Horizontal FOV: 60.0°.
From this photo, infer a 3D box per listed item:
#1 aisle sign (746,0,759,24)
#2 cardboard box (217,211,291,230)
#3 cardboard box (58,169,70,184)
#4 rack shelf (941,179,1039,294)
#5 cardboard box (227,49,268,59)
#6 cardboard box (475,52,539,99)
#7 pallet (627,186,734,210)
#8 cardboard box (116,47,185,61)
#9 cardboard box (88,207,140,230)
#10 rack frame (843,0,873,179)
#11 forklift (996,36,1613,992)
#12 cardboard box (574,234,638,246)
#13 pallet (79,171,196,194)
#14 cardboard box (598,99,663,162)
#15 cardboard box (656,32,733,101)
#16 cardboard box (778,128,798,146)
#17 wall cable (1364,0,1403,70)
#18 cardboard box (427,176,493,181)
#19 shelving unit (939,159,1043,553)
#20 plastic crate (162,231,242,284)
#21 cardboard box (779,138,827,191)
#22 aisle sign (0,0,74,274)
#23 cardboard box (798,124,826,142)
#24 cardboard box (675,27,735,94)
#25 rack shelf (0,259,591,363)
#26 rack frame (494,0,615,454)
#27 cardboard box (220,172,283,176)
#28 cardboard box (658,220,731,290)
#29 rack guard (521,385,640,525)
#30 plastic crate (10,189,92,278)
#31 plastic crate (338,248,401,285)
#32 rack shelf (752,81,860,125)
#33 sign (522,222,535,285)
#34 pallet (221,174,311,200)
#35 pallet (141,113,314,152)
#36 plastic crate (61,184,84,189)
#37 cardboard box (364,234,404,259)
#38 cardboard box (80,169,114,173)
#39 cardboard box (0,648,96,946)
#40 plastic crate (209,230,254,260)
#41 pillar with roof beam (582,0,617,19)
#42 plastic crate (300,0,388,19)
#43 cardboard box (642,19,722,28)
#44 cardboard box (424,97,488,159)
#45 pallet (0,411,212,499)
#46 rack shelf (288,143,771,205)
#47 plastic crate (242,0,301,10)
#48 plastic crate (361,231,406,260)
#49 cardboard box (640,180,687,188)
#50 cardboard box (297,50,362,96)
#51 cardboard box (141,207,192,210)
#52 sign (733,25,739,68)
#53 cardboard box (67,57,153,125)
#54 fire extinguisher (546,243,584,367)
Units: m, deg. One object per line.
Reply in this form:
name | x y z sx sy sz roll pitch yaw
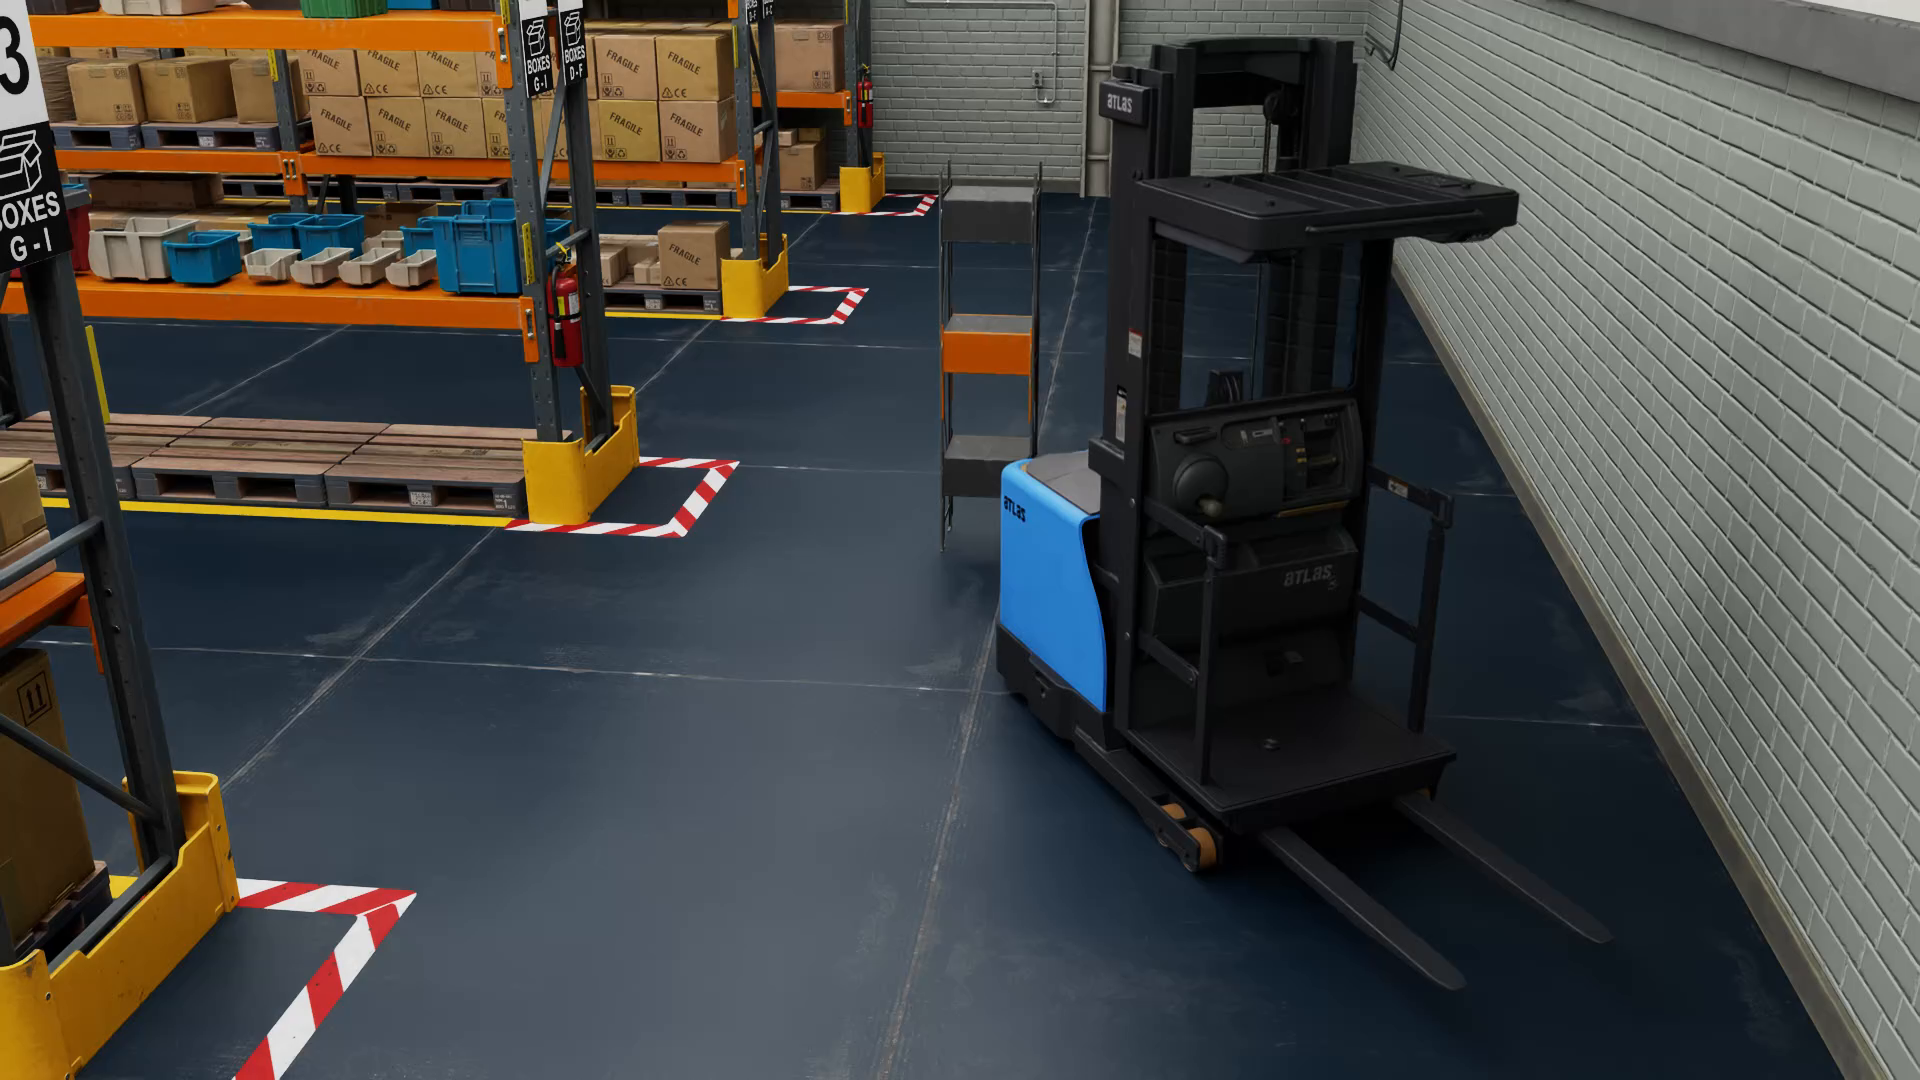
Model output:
aisle sign | -1.694 -4.596 13.450 0.004 0.787 0.394 2 22 6
cardboard box | -6.222 -2.634 14.824 0.500 0.500 0.500 2 22 6
cardboard box | -8.658 -3.283 15.447 0.500 0.250 0.500 3 22 8
rack shelf | 0.164 -1.608 8.783 0.480 0.518 0.431 2 22 6
cardboard box | -8.120 -5.711 19.237 0.500 0.500 0.500 3 22 8
cardboard box | -3.728 -3.997 13.974 0.500 0.500 0.500 3 22 8
pallet | -3.158 -4.074 19.457 1.213 0.211 1.003 2 22 6
cardboard box | -9.559 -5.925 19.612 0.500 0.500 0.700 0 22 0
cardboard box | -7.715 -2.702 14.995 0.500 0.500 0.500 2 22 4
rack frame | -1.147 -5.311 18.793 0.127 3.000 1.000 2 22 6
forklift | 1.235 -0.292 6.192 1.130 2.935 3.031 -9 23 -23
cardboard box | -3.226 -2.598 15.074 0.500 0.250 0.500 2 22 6
pallet | -9.867 -4.395 20.269 1.213 0.211 1.003 2 22 6
cardboard box | -2.719 -3.490 14.051 0.500 0.500 0.500 3 22 7
cardboard box | -2.200 -3.932 13.811 0.500 0.500 0.500 2 22 6
cardboard box | -2.003 -4.578 18.887 0.250 0.149 0.380 2 22 6
wall cable | 4.428 -6.282 17.312 0.112 2.526 3.097 2 22 6
cardboard box | -5.780 -4.660 19.500 0.750 0.750 0.750 3 22 7
shelving unit | 0.164 -0.969 9.036 0.503 2.100 0.431 2 22 6
plastic crate | -4.382 -1.639 9.652 0.300 0.233 0.416 2 22 6
cardboard box | -1.854 -4.338 19.160 0.500 0.500 0.700 2 22 6
aisle sign | -2.789 -1.201 4.861 0.004 0.787 0.394 2 22 6
cardboard box | -1.706 -4.707 19.212 0.250 0.149 0.380 3 22 7
cardboard box | -2.136 -4.129 14.308 0.500 0.500 0.500 3 22 8
rack shelf | -4.299 -1.446 9.995 4.000 0.370 1.077 2 22 6
rack frame | -2.313 -1.694 9.644 0.127 3.000 1.000 2 22 6
cardboard box | -8.376 -4.773 19.785 0.750 0.750 0.750 2 22 6
cardboard box | -2.295 -2.478 14.429 0.500 0.500 0.500 2 22 6
rack guard | -2.287 -0.535 10.113 0.348 0.500 1.175 2 22 6
plastic crate | -5.428 -1.794 9.730 0.583 0.464 0.402 2 22 6
plastic crate | -3.430 -1.586 9.649 0.243 0.136 0.396 2 22 6
rack shelf | -3.133 -5.063 19.145 4.000 0.370 1.077 2 22 6
sign | -2.361 -1.568 9.105 0.005 0.325 0.100 2 22 6
pallet | -8.317 -4.299 20.026 1.213 0.211 1.003 2 22 6
pallet | -6.479 -3.660 14.880 1.213 0.211 1.003 2 22 6
plastic crate | -5.781 -1.992 10.338 0.575 0.384 0.392 2 22 6
cardboard box | -5.307 -2.532 14.824 0.500 0.311 0.500 2 22 6
cardboard box | -10.310 -4.776 20.242 0.500 0.500 0.700 2 22 6
cardboard box | -3.541 0.909 5.380 0.875 0.875 0.875 2 22 6
plastic crate | -4.520 -1.807 10.207 0.466 0.136 0.293 2 22 6
pillar with roof beam | -4.829 -6.988 14.875 0.400 9.000 9.100 2 22 6
plastic crate | -3.326 -2.929 8.976 0.336 0.188 0.450 2 22 6
cardboard box | -3.134 -5.533 18.946 0.700 0.700 0.980 1 22 4
cardboard box | -4.219 -3.557 14.220 0.500 0.500 0.500 2 22 6
pallet | -5.550 -0.552 10.550 1.213 0.211 1.003 2 22 6
rack shelf | -3.712 -3.254 14.569 4.000 0.370 1.077 2 22 6
plastic crate | -3.798 -3.226 9.525 0.767 0.338 0.504 2 22 6
plastic crate | -3.502 -1.803 10.199 0.298 0.136 0.250 2 22 6
cardboard box | -3.381 -4.401 19.321 0.500 0.500 0.700 3 22 8
cardboard box | -5.264 -4.064 14.142 0.500 0.500 0.500 3 22 8
cardboard box | -7.176 -2.871 15.422 0.500 0.500 0.500 3 22 7
sign | -1.811 -3.986 13.437 0.005 0.325 0.100 2 22 6
cardboard box | -7.460 -3.971 14.697 0.500 0.500 0.700 -3 22 -7
fire extinguisher | -2.216 -1.312 9.291 0.183 0.674 0.296 2 22 6
